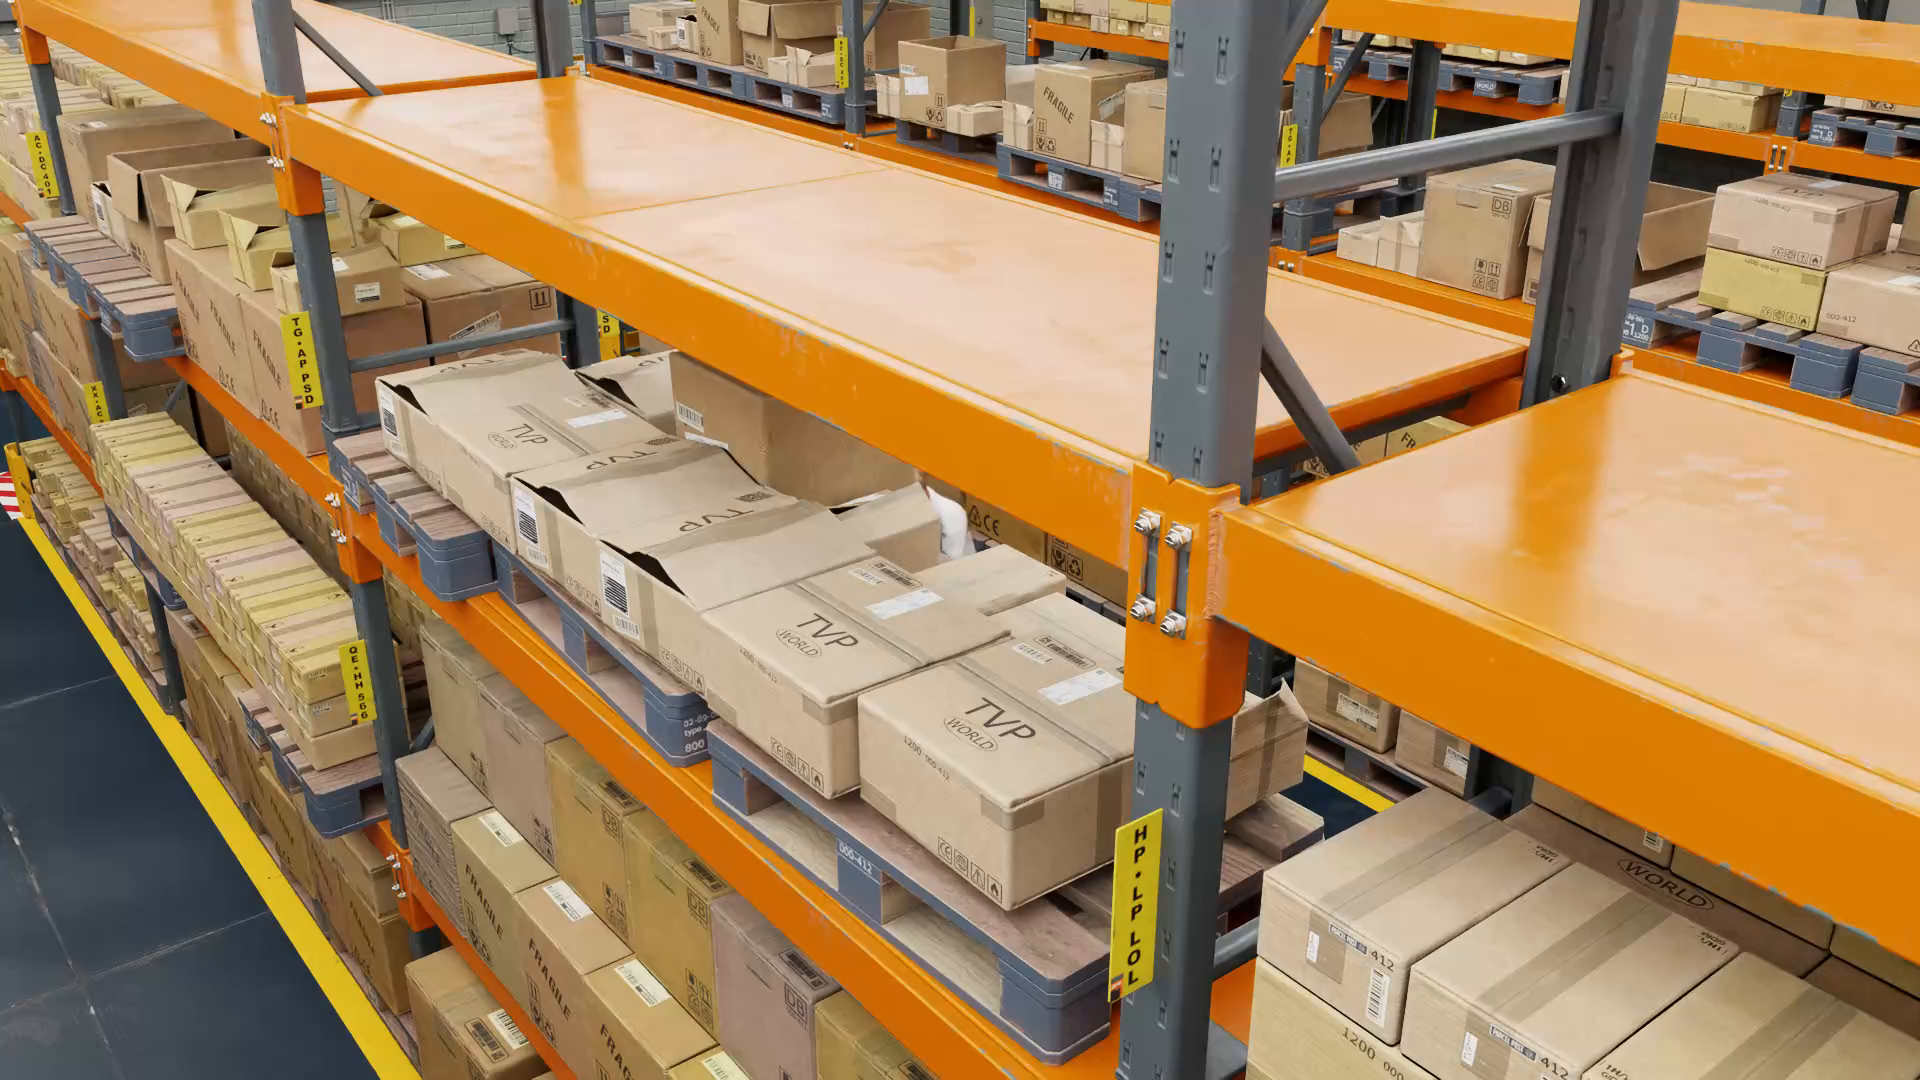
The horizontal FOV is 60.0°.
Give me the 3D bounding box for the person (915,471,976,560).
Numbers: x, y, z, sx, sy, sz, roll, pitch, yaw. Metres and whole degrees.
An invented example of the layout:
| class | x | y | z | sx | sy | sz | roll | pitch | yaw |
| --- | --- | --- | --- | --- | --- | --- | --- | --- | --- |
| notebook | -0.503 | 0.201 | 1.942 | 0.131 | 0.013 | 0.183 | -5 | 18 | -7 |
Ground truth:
| class | x | y | z | sx | sy | sz | roll | pitch | yaw |
| --- | --- | --- | --- | --- | --- | --- | --- | --- | --- |
| person | -0.148 | 0.346 | 9.600 | 0.588 | 1.453 | 0.622 | -18 | 30 | -34 |
